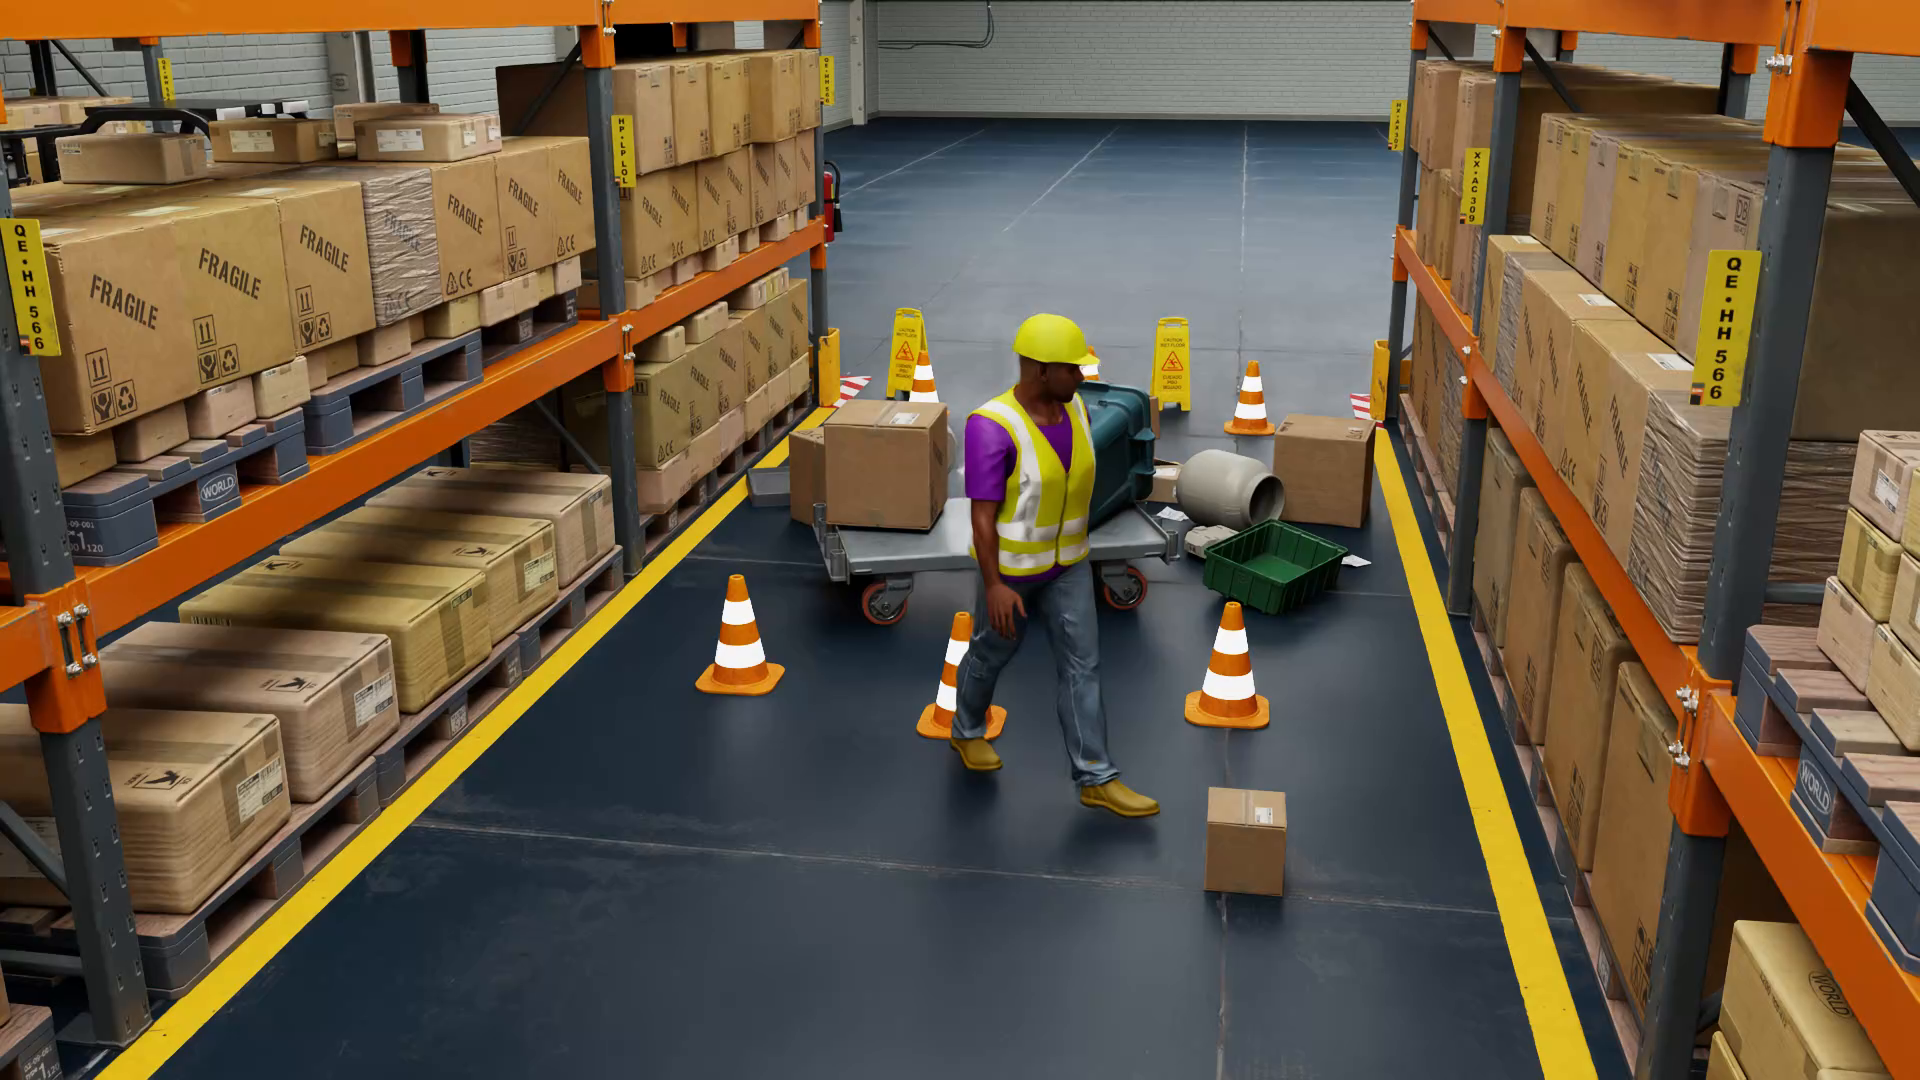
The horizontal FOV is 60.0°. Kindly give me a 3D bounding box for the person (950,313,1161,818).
[{"bbox_3d":[0.272,0.075,5.732,0.585,1.727,0.918,-12,21,-33],"label":"person"}]
